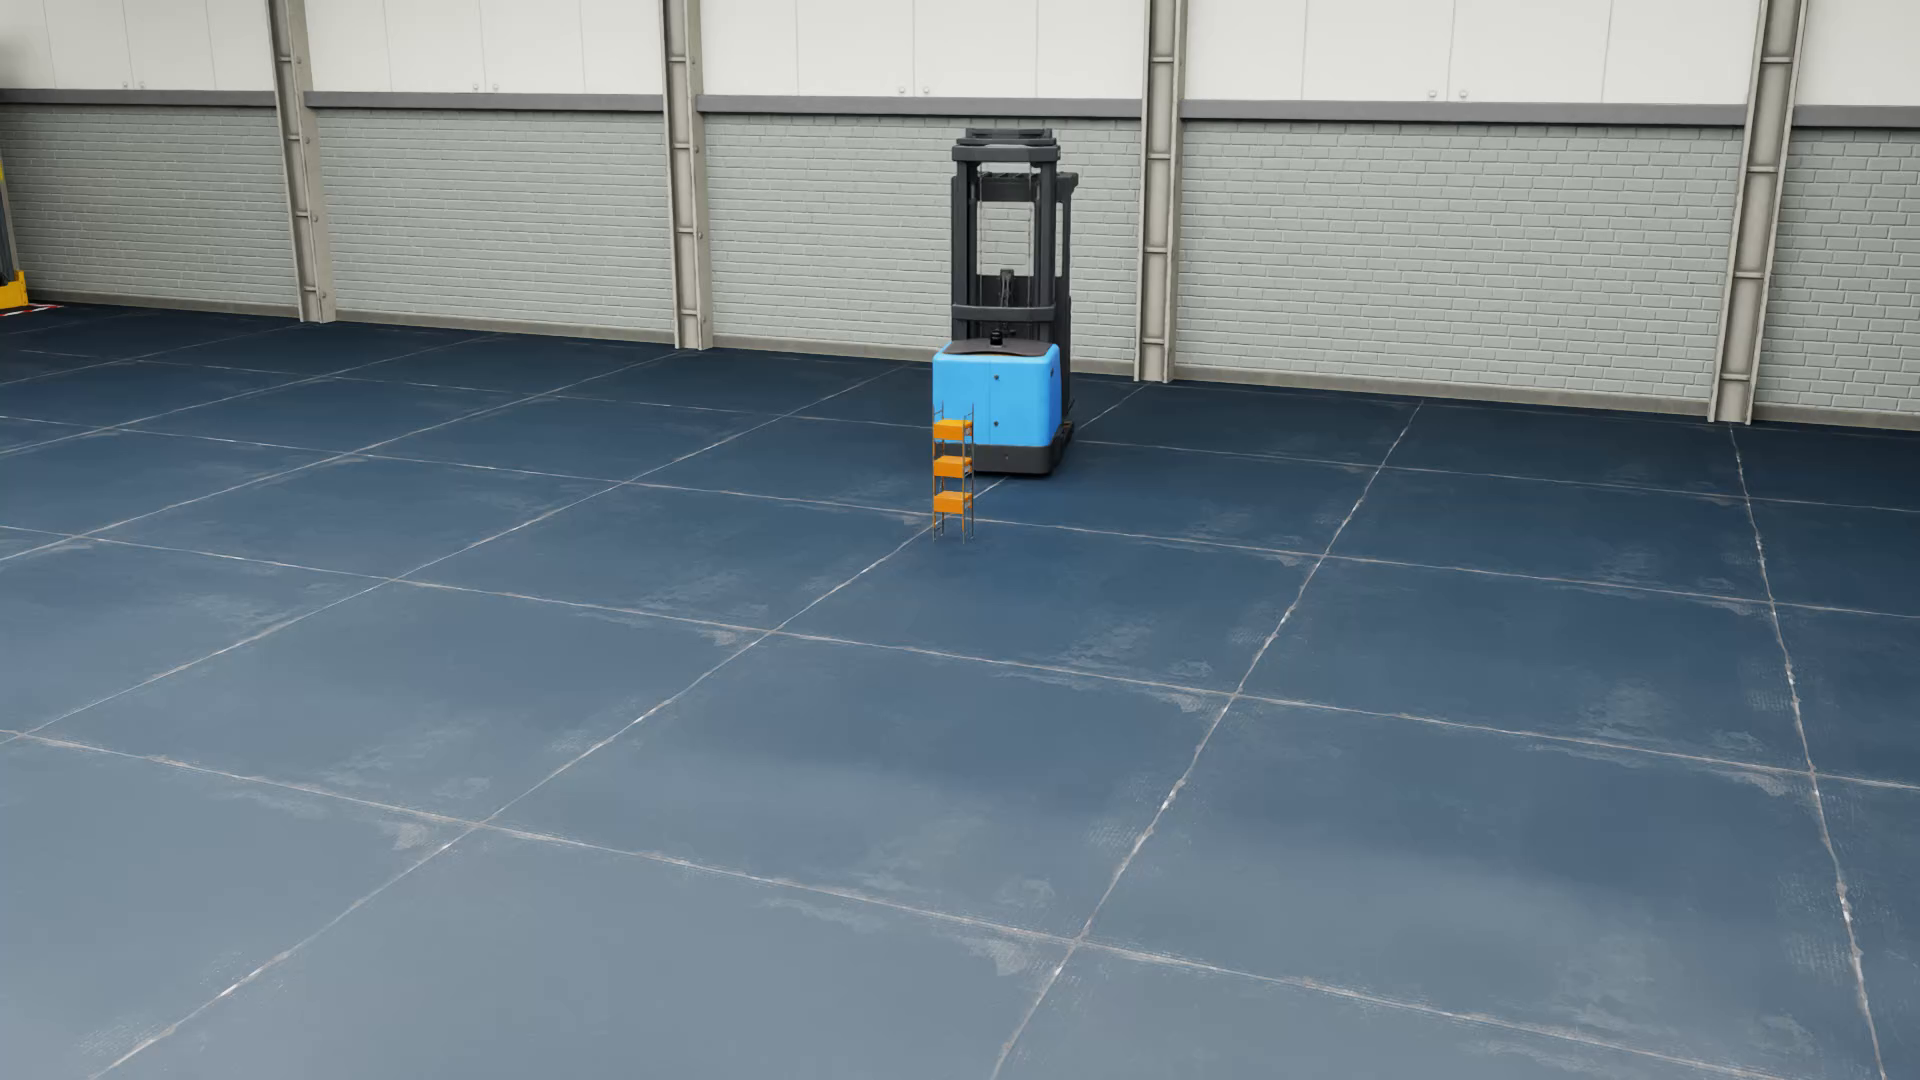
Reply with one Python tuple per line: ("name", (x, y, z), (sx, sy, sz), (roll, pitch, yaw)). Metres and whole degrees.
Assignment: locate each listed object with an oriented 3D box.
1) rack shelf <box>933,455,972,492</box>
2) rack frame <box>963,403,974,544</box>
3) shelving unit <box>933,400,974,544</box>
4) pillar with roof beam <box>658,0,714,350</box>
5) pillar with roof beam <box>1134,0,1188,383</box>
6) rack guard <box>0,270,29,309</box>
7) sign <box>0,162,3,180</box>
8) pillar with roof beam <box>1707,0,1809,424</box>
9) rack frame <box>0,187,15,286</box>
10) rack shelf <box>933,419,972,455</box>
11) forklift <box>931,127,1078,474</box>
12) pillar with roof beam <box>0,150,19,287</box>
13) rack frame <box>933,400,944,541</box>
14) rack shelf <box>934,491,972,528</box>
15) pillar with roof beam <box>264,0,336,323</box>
("rack shelf", (-0.050, -0.499, 12.549), (0.240, 0.259, 0.215), (6, 17, 21))
("rack frame", (0.064, -0.497, 12.503), (0.008, 1.050, 0.200), (6, 17, 21))
("shelving unit", (-0.050, -0.510, 12.546), (0.252, 1.050, 0.215), (6, 17, 21))
("pillar with roof beam", (-4.946, -5.649, 15.993), (0.400, 9.000, 9.100), (6, 17, 21))
("pillar with roof beam", (0.636, -5.036, 13.879), (0.400, 9.000, 9.100), (6, 17, 21))
("rack guard", (-14.190, -3.605, 24.193), (0.348, 0.500, 1.175), (6, 17, 21))
("sign", (-14.003, -5.405, 24.215), (0.005, 0.325, 0.100), (6, 17, 21))
("pillar with roof beam", (6.217, -4.422, 11.765), (0.400, 9.000, 9.100), (6, 17, 21))
("rack frame", (-14.212, -4.807, 23.853), (0.127, 3.000, 1.000), (6, 17, 21))
("rack shelf", (-0.050, -0.772, 12.470), (0.240, 0.259, 0.215), (6, 17, 21))
("forklift", (0.502, -2.349, 15.508), (1.130, 2.935, 3.031), (3, 16, 9))
("pillar with roof beam", (-16.109, -6.877, 20.221), (0.400, 9.000, 9.100), (6, 17, 21))
("rack frame", (-0.163, -0.522, 12.589), (0.008, 1.050, 0.200), (6, 17, 21))
("rack shelf", (-0.050, -0.233, 12.627), (0.240, 0.259, 0.215), (6, 17, 21))
("pillar with roof beam", (-10.527, -6.263, 18.107), (0.400, 9.000, 9.100), (6, 17, 21))
